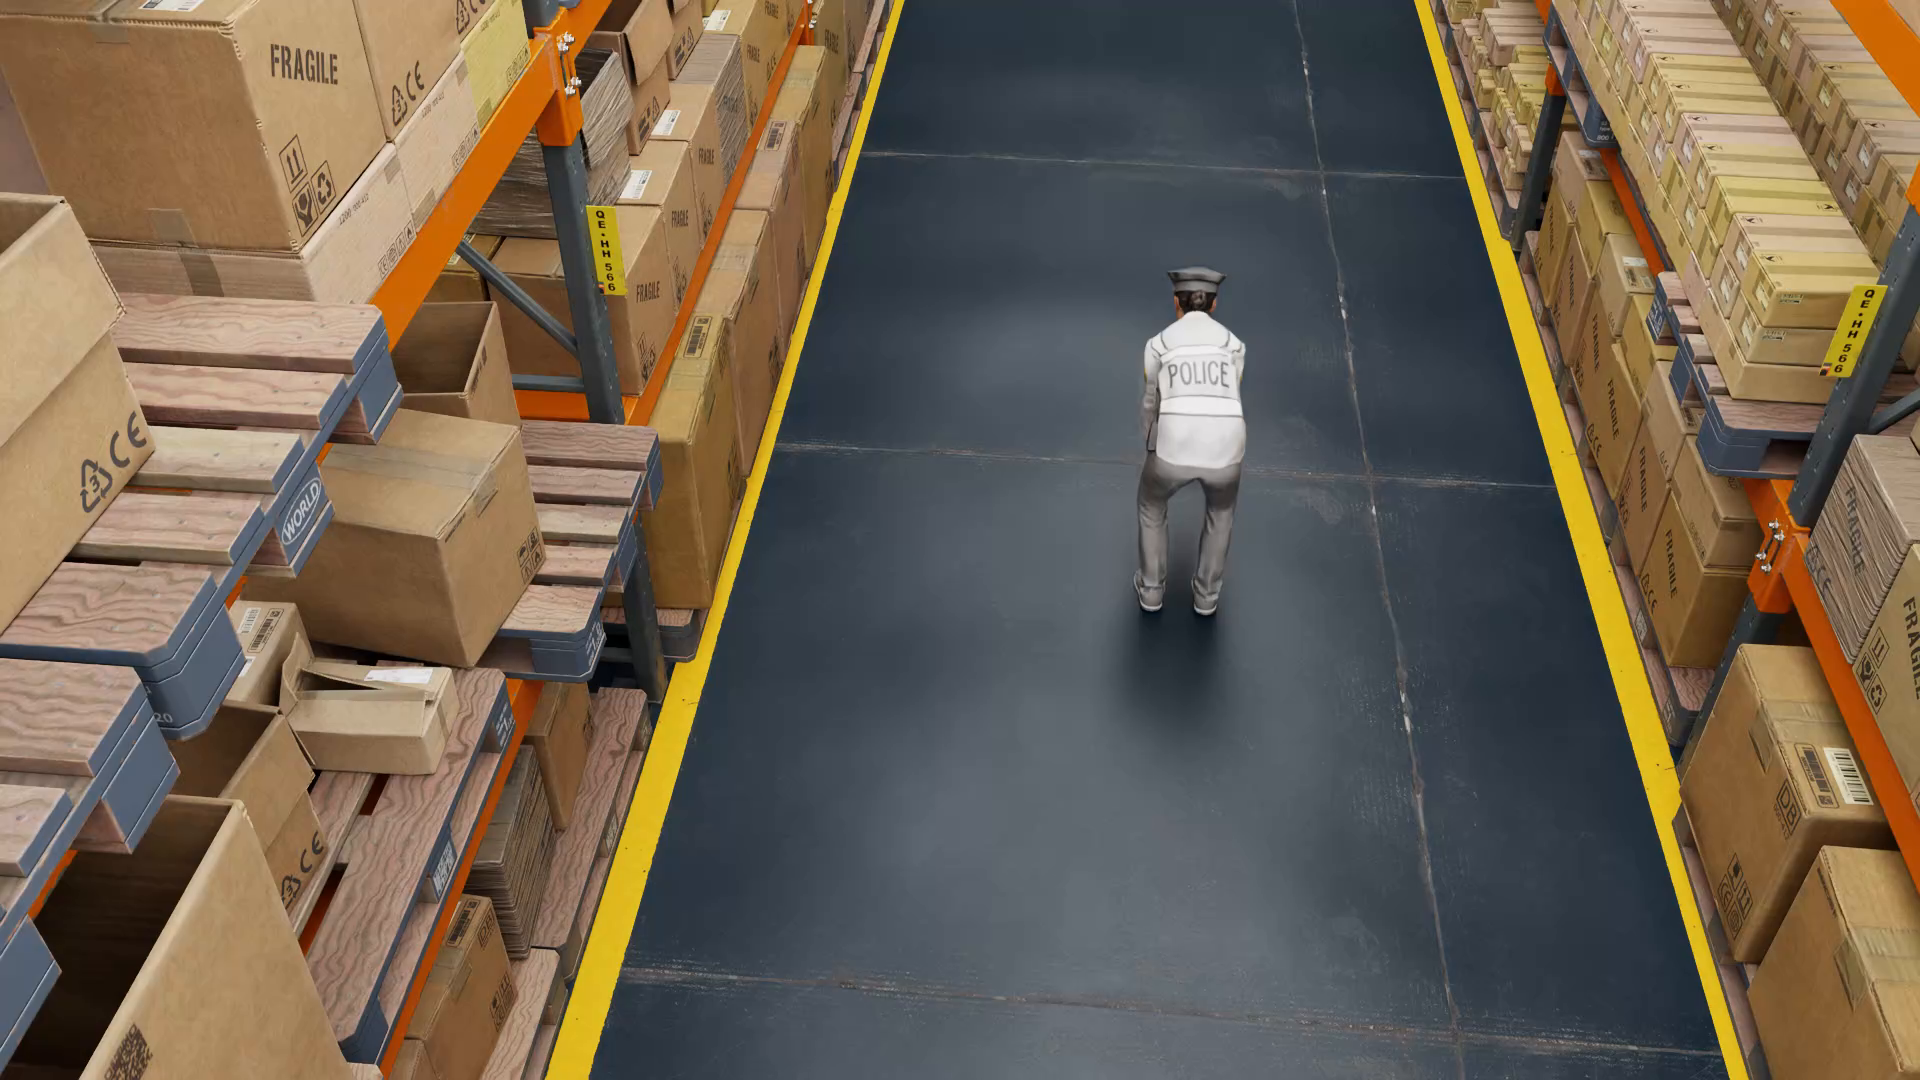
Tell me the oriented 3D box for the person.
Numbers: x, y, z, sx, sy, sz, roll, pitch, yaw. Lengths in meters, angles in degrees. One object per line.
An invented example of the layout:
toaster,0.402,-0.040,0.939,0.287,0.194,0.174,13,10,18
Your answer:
person,0.944,-0.406,6.875,0.417,1.359,0.849,2,40,2
